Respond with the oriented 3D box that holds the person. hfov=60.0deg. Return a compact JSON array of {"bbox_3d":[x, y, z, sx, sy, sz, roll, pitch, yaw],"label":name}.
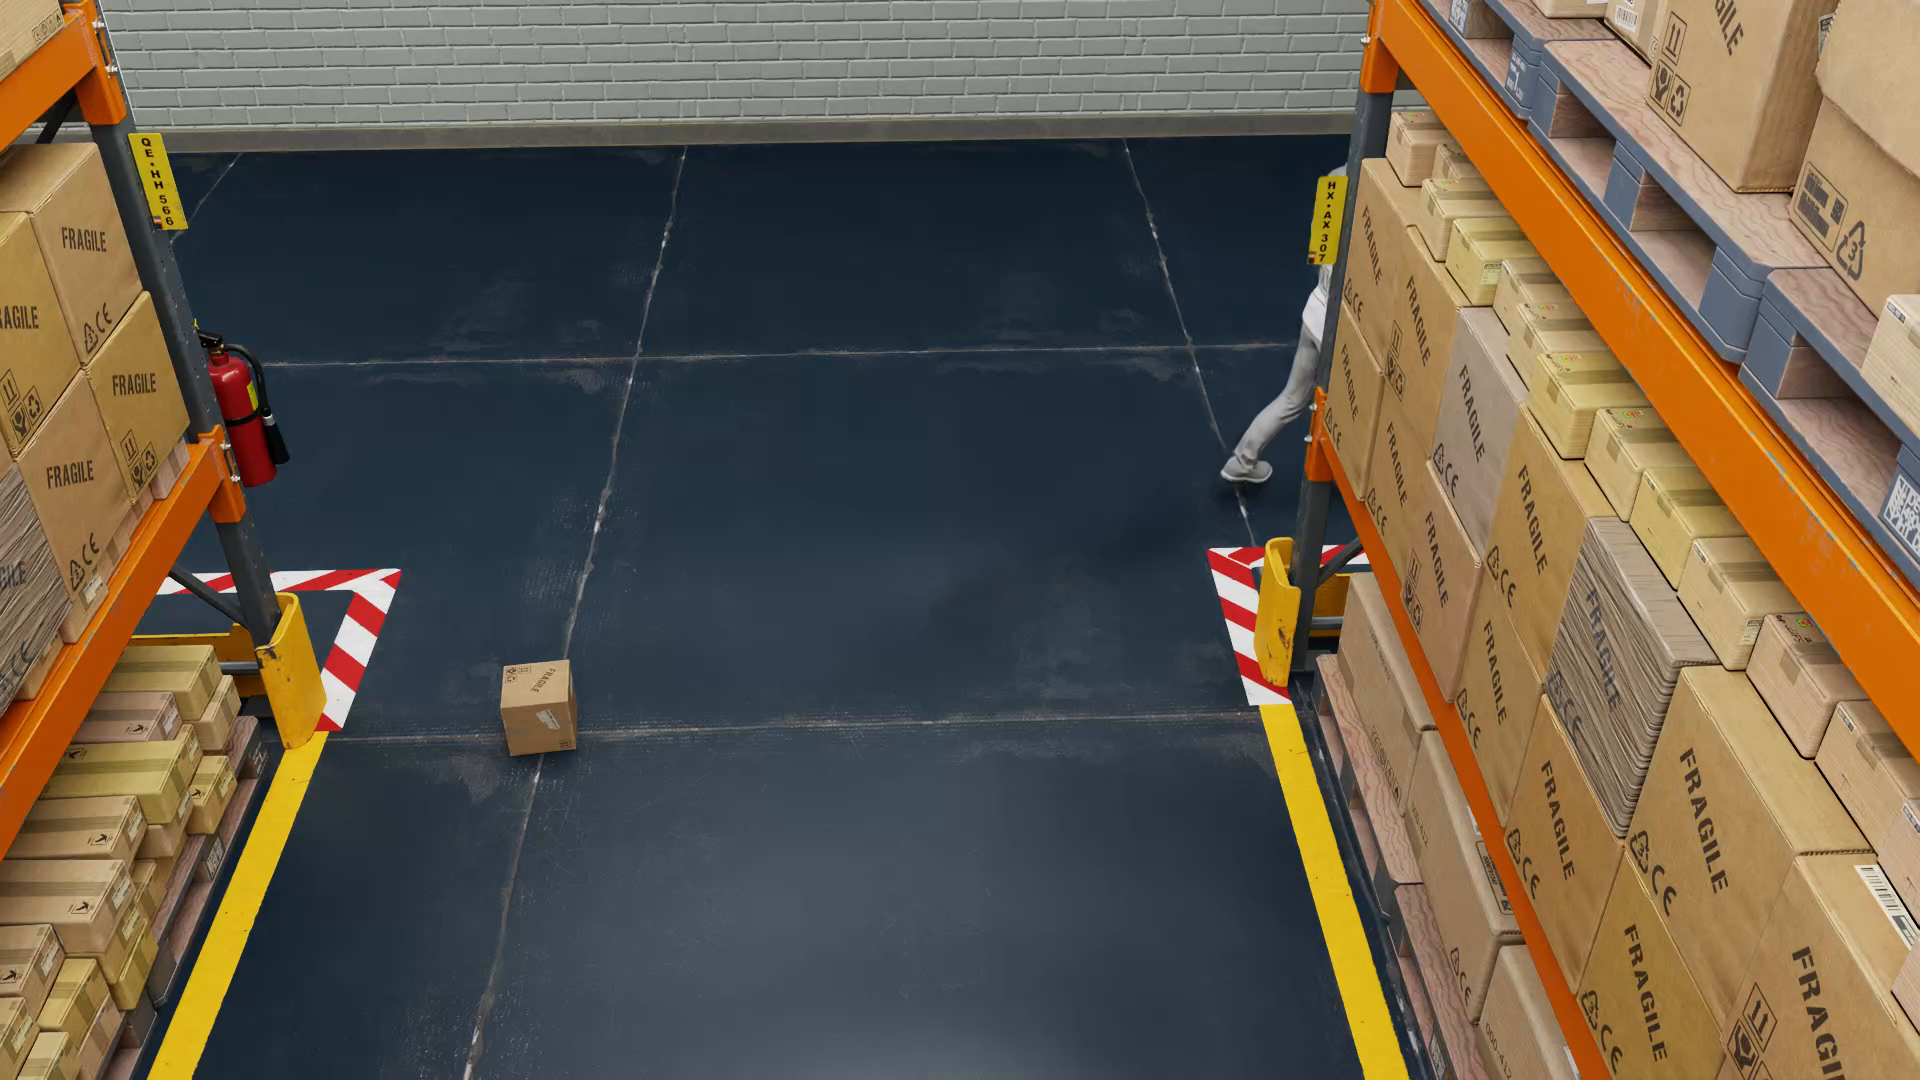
[{"bbox_3d":[1.709,-0.943,7.449,0.979,1.633,0.525,-10,37,-13],"label":"person"}]
